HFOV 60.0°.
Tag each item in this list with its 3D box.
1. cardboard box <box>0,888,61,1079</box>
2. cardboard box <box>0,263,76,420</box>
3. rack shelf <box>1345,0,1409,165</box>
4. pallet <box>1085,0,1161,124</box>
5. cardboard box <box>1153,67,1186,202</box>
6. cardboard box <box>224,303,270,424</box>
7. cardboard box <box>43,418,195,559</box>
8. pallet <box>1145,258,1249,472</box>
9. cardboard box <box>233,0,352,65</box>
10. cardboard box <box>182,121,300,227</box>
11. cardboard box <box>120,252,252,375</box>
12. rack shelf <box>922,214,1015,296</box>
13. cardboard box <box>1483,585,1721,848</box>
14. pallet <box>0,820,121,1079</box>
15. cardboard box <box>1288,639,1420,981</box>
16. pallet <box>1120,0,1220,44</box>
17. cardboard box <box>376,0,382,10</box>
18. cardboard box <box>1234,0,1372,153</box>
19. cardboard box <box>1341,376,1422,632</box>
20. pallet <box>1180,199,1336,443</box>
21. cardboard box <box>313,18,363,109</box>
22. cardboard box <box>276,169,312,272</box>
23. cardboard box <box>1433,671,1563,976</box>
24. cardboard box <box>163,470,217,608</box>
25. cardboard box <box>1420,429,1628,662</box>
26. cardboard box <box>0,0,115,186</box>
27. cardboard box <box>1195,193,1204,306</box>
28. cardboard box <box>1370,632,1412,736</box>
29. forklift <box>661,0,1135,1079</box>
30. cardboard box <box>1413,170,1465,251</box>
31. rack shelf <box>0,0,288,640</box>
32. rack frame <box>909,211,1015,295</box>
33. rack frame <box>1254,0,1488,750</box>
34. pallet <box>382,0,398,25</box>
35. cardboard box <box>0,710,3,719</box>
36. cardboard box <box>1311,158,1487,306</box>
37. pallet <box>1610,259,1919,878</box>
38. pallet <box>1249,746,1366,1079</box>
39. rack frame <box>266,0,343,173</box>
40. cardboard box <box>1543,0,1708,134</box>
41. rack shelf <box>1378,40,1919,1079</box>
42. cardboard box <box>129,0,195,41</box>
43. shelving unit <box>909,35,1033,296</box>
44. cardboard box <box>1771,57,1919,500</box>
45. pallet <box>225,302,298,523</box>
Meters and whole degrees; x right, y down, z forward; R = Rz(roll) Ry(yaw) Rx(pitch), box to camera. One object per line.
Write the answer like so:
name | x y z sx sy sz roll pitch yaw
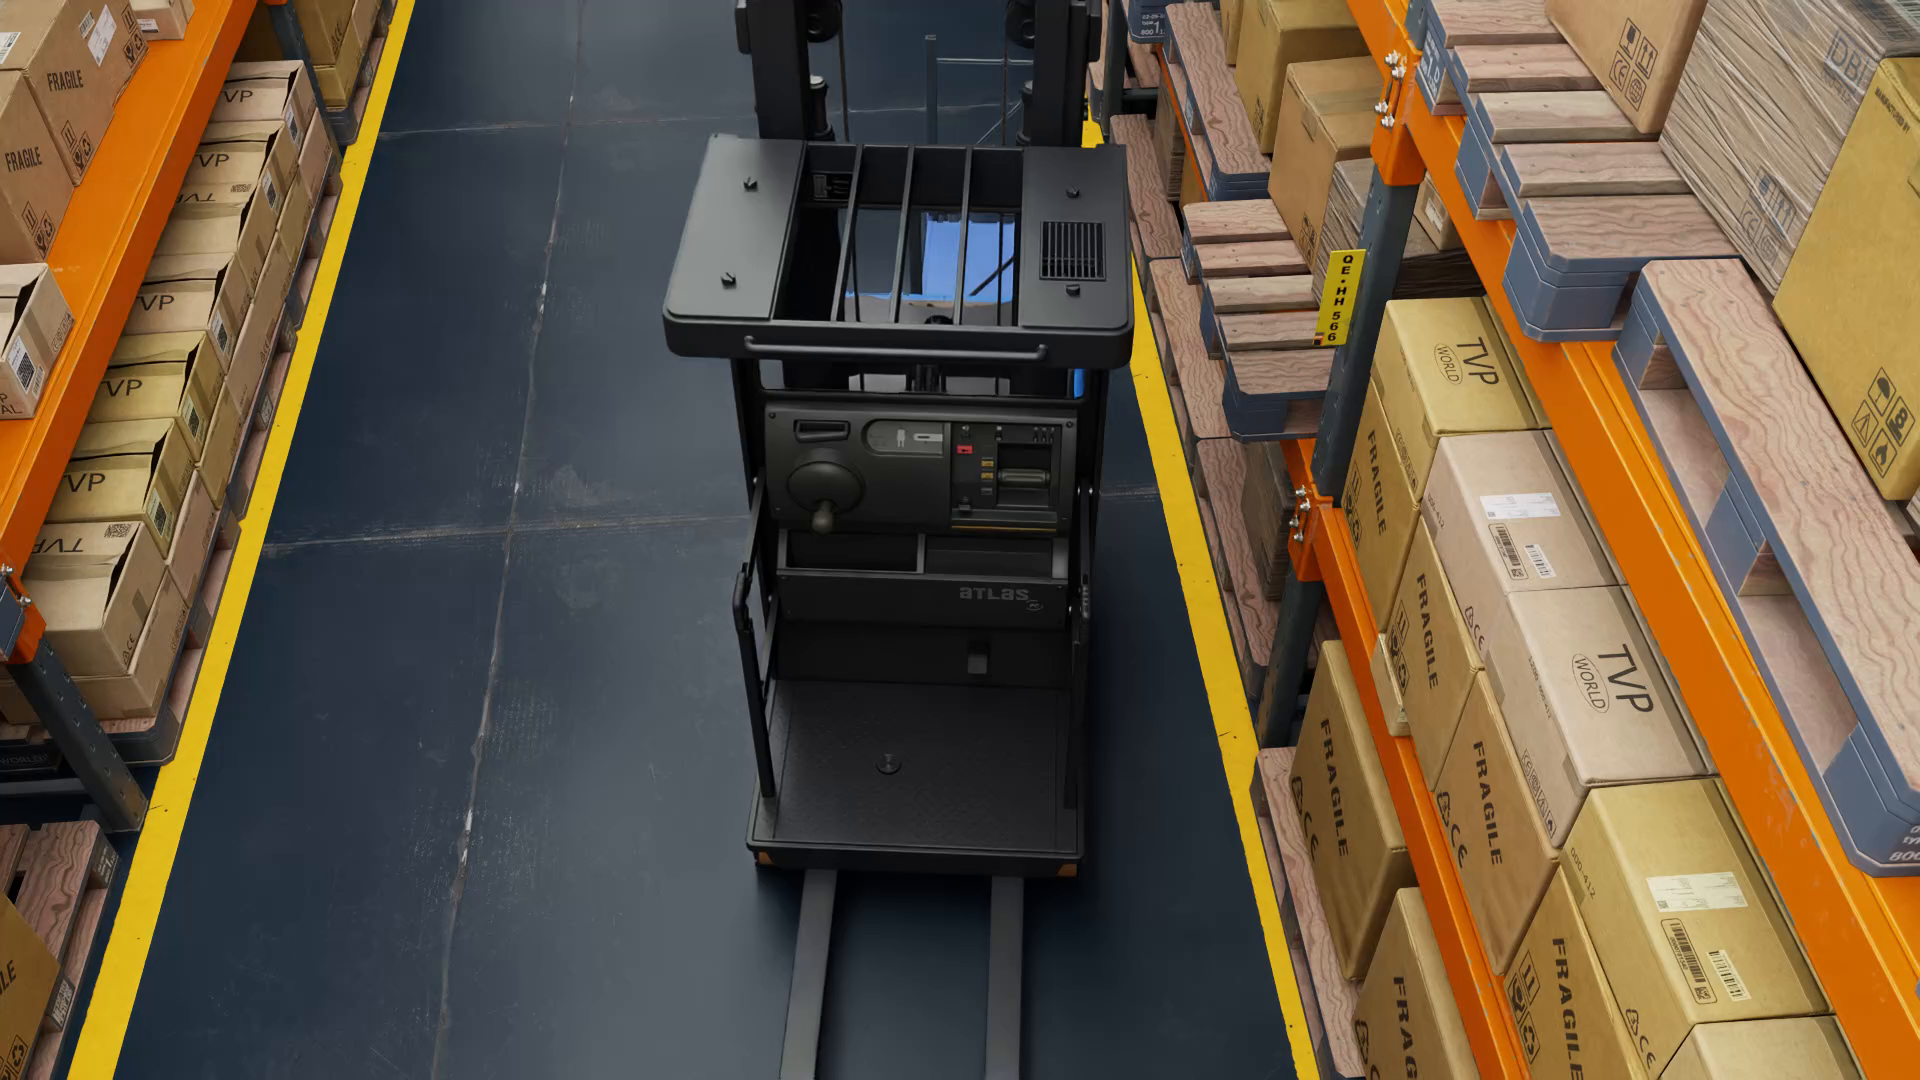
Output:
cardboard box | -3.040 1.343 4.831 0.500 0.500 0.500 -2 47 -2
cardboard box | -3.234 -0.656 5.367 0.500 0.311 0.500 -4 47 -4
rack shelf | 1.416 -2.562 5.540 1.077 0.370 4.000 -3 47 -3
pallet | 1.157 -2.750 9.209 1.003 0.211 1.213 -3 47 -3
cardboard box | 1.327 -1.986 7.983 0.700 0.500 0.500 -2 47 -2
cardboard box | -3.239 -0.734 6.983 0.500 0.250 0.500 -3 47 -2
cardboard box | -3.156 -0.196 6.088 0.500 0.311 0.500 -5 47 -4
pallet | 1.420 -0.819 7.380 1.003 0.211 1.213 -3 47 -3
cardboard box | -3.414 -2.733 8.360 0.500 0.500 0.500 -3 47 -3
cardboard box | -3.318 -1.662 7.476 0.500 0.311 0.500 -2 47 -2
cardboard box | -3.240 -0.937 6.790 0.500 0.311 0.500 -4 47 -4
rack shelf | 0.090 -0.971 6.884 0.538 0.185 1.000 2 47 2
cardboard box | 1.456 0.362 3.538 0.500 0.250 0.500 -3 47 -3
pallet | -3.328 1.474 5.209 1.003 0.211 1.213 -3 47 -3
cardboard box | 1.514 0.803 5.114 0.750 0.750 0.750 -4 47 -4
pallet | 1.168 -2.598 7.276 1.003 0.211 1.213 -3 47 -3
cardboard box | -3.498 -3.199 9.318 0.500 0.250 0.500 -3 47 -3
cardboard box | 1.408 -1.757 5.976 0.700 0.500 0.500 -3 47 -3
cardboard box | 1.369 -0.108 4.499 0.500 0.500 0.500 -2 47 -2
pallet | 1.418 -0.775 5.550 1.213 0.211 1.003 -3 47 -3
cardboard box | -3.424 -2.474 8.632 0.500 0.250 0.500 -3 47 -3
cardboard box | -3.323 -1.472 7.683 0.500 0.250 0.500 -4 47 -4
cardboard box | 1.444 0.631 3.799 0.500 0.500 0.500 -4 47 -3
cardboard box | -3.147 0.013 6.276 0.500 0.250 0.500 -5 47 -4
cardboard box | 1.410 0.000 3.880 0.500 0.250 0.500 -4 47 -4
cardboard box | -3.553 -1.656 6.183 0.500 0.500 0.500 -3 47 -3
cardboard box | 1.422 -1.243 7.280 0.700 0.500 0.500 -3 47 -3
cardboard box | 1.330 0.381 4.483 0.380 0.149 0.250 -2 47 -2
forklift | -0.125 -0.111 4.837 1.130 2.935 3.031 2 47 2
cardboard box | 1.525 -0.988 4.801 0.380 0.149 0.250 -9 47 -8
rack shelf | -3.520 -1.227 6.342 1.077 0.370 4.000 -3 47 -3
rack frame | 0.067 -0.726 6.404 0.500 1.500 0.032 2 47 2
rack frame | 1.583 -0.331 4.998 1.000 3.000 0.127 -3 47 -3
pallet | -3.818 -3.425 9.849 1.003 0.211 1.213 -3 47 -3
cardboard box | -3.640 0.408 5.903 0.500 0.250 0.500 -2 47 -2
cardboard box | 1.534 -0.856 5.123 0.700 0.500 0.500 -8 47 -8
pallet | 1.787 -0.026 2.773 1.003 0.211 1.213 -2 47 -1
pallet | 1.574 1.202 5.466 1.003 0.211 1.213 -3 47 -3
rack frame | -3.687 -2.922 7.451 1.000 3.000 0.127 -3 47 -3
cardboard box | 1.680 -1.208 3.390 0.700 0.500 0.500 -7 47 -6
rack shelf | 1.751 0.332 2.800 1.077 0.370 4.000 -3 47 -3
cardboard box | -3.431 -2.250 6.908 0.396 0.266 0.258 -5 47 -4
shelving unit | 0.090 -1.094 6.754 0.538 1.500 1.048 2 47 2
cardboard box | 1.811 -0.420 2.644 0.700 0.500 0.500 -1 47 -1
pallet | -3.482 -0.547 7.123 1.003 0.211 1.213 -3 47 -3
